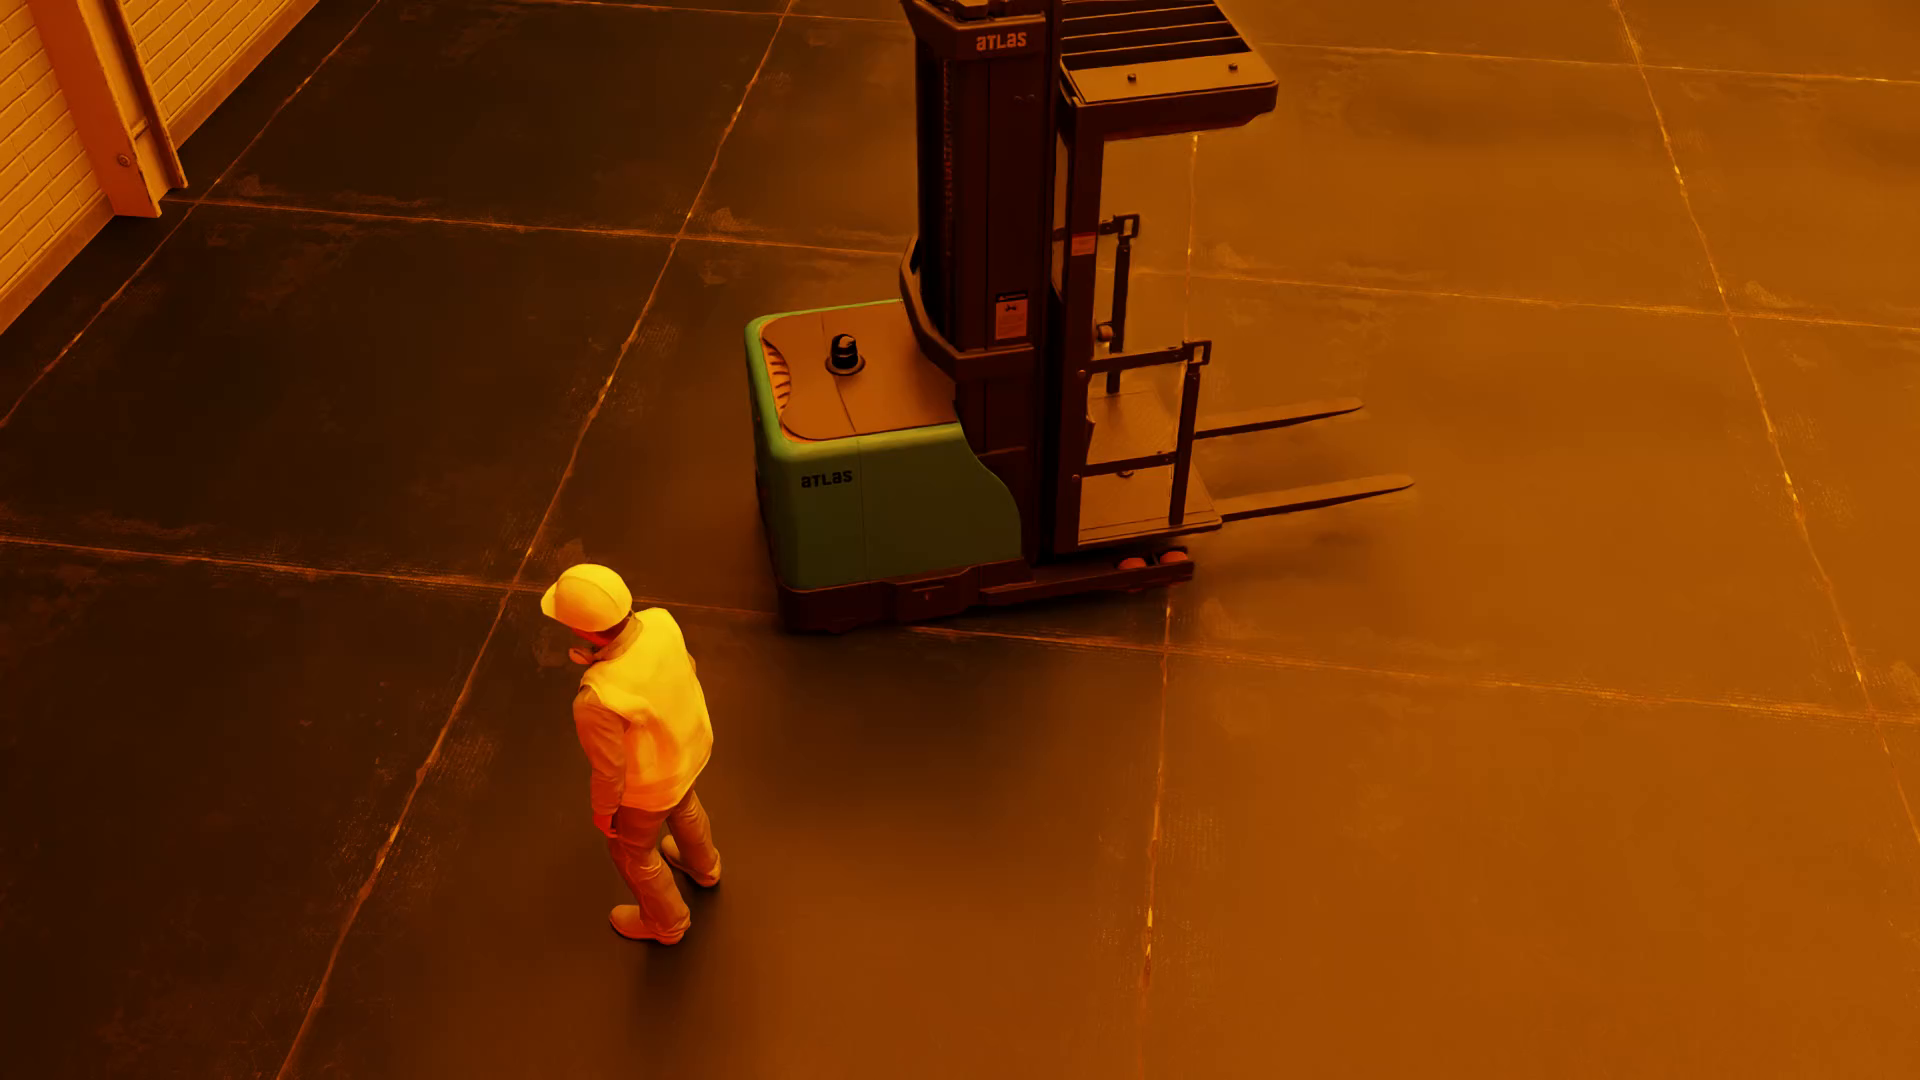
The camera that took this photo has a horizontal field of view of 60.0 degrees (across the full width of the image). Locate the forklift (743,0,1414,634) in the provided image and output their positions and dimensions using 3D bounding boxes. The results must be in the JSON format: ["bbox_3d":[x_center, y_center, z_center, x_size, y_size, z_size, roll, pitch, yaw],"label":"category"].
[{"bbox_3d":[0.598,-1.179,7.008,3.031,2.935,1.130,-9,43,-9],"label":"forklift"}]

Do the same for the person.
[{"bbox_3d":[-1.098,0.755,5.762,0.467,1.769,0.580,17,45,18],"label":"person"}]
